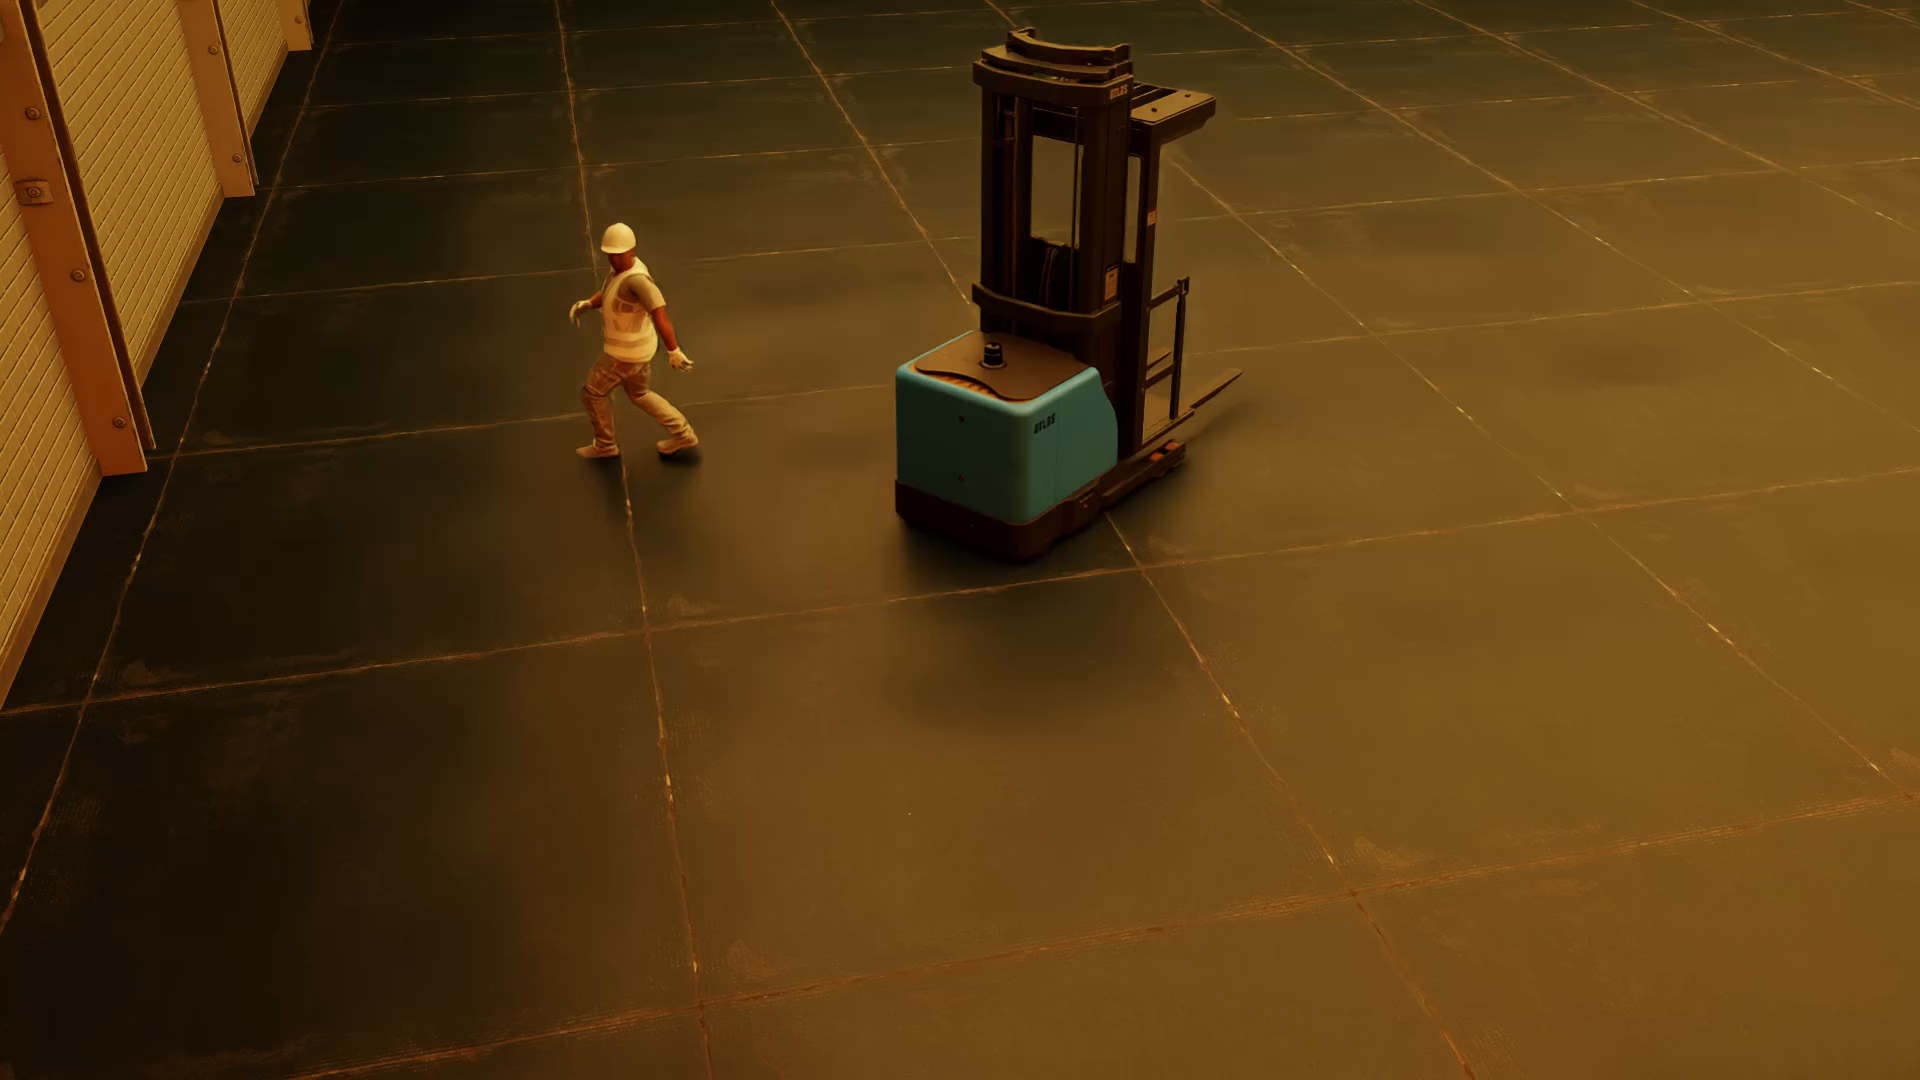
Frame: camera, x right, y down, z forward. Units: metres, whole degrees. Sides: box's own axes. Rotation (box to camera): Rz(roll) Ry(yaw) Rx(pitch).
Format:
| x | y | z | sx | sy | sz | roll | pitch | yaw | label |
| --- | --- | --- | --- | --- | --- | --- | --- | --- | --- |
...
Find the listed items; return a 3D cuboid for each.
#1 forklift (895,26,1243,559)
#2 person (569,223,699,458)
| x | y | z | sx | sy | sz | roll | pitch | yaw | label |
| --- | --- | --- | --- | --- | --- | --- | --- | --- | --- |
| 0.887 | -1.828 | 10.732 | 1.130 | 2.935 | 3.031 | 21 | 36 | 32 | forklift |
| -2.199 | -1.295 | 11.082 | 0.944 | 1.698 | 0.583 | 2 | 30 | 3 | person |
